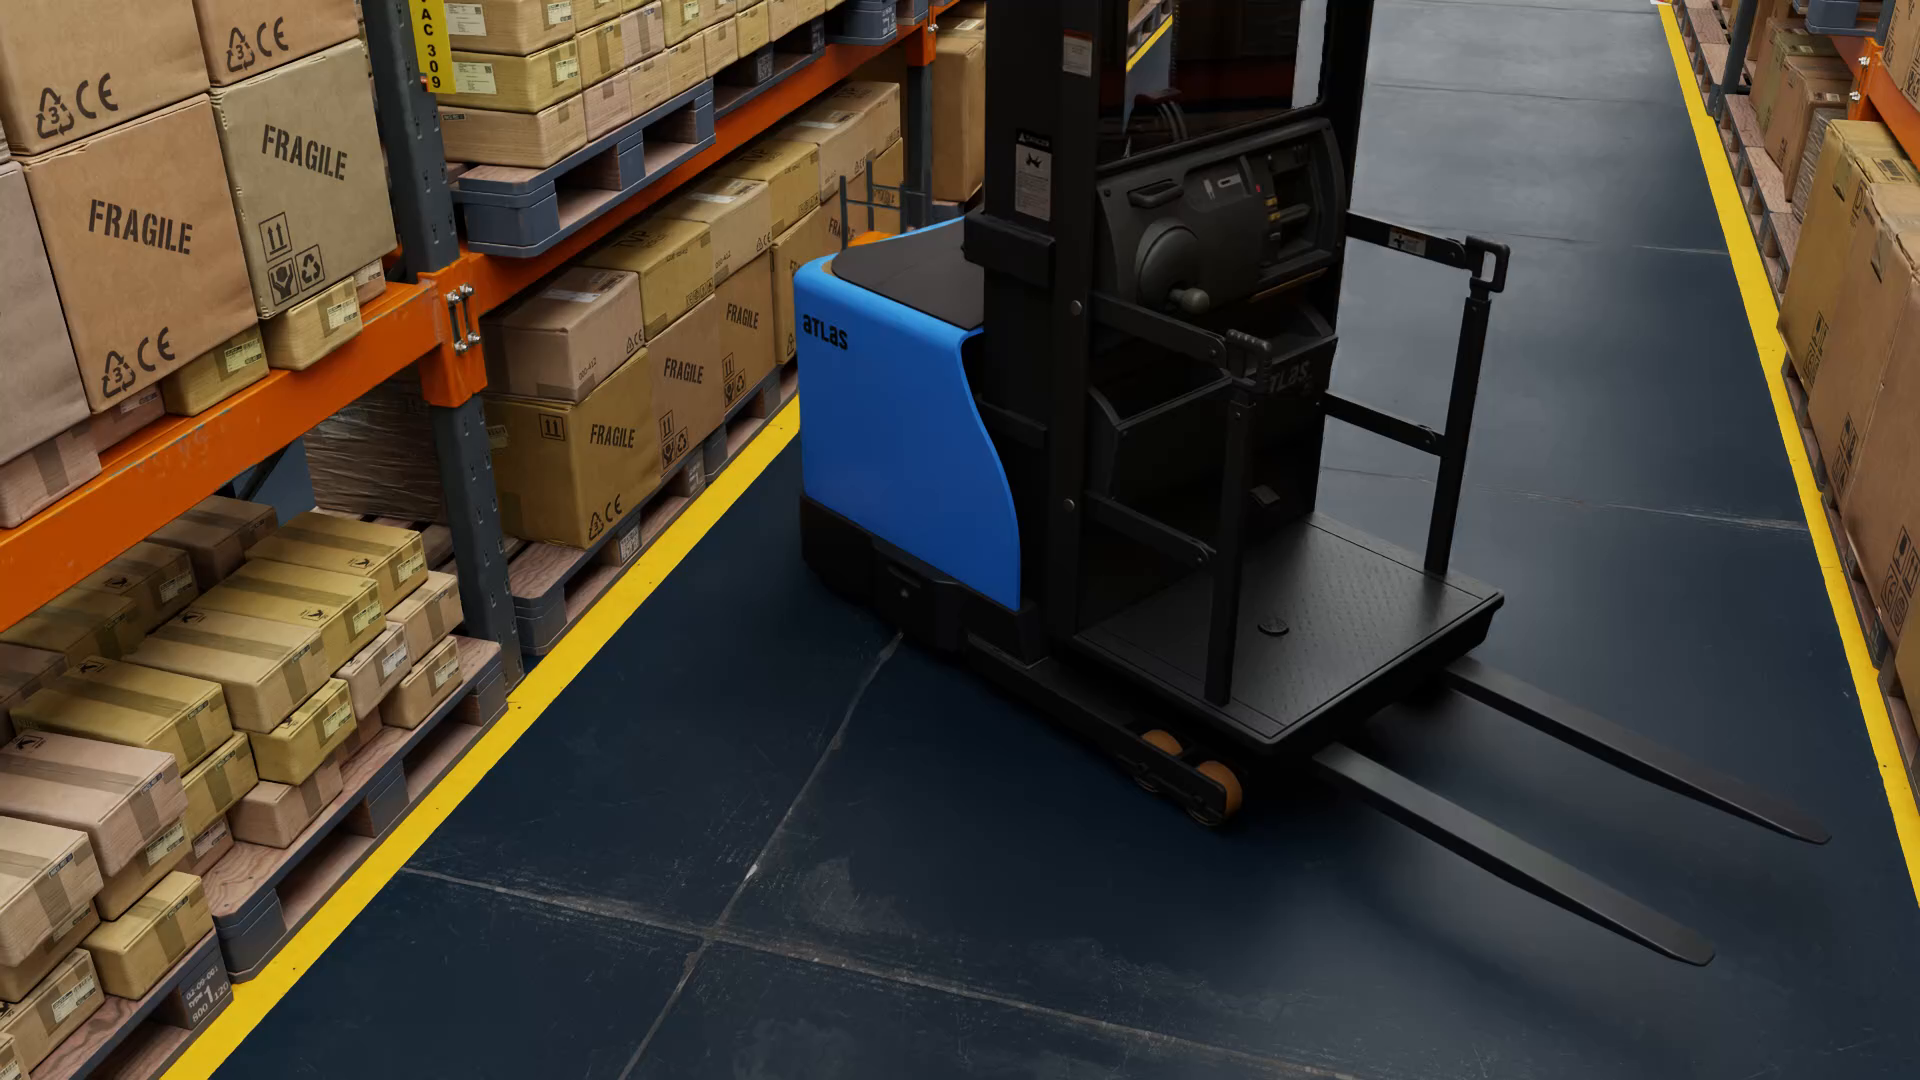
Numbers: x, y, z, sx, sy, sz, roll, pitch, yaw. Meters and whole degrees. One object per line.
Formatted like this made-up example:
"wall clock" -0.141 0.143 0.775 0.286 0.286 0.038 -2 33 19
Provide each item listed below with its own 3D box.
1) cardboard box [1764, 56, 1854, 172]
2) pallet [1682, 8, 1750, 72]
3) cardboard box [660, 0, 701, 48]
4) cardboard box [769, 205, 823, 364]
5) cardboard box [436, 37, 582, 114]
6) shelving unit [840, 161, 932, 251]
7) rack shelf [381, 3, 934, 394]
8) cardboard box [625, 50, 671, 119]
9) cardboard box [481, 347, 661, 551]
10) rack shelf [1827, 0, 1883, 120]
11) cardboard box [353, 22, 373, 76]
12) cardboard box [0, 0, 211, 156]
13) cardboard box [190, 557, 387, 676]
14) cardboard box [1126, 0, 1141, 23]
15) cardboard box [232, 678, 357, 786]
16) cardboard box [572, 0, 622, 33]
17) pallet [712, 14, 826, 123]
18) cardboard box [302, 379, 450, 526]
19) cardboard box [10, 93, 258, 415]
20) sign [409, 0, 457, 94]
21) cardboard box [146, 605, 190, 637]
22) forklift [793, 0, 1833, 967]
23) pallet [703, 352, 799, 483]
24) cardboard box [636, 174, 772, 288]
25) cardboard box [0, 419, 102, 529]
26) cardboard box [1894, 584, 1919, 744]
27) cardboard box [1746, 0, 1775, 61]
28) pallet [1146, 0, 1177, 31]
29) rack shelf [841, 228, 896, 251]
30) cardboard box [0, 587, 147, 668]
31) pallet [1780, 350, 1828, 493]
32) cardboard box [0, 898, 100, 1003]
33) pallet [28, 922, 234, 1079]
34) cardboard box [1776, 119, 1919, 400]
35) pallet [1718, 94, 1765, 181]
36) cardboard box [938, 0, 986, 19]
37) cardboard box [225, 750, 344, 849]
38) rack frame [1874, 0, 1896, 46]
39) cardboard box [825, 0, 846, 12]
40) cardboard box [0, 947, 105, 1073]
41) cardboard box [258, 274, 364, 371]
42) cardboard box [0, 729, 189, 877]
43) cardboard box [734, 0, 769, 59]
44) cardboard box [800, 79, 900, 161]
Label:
"cardboard box" 4.735 -2.239 8.808 0.700 0.500 0.500 6 30 11
"pallet" 5.777 -3.568 11.946 1.003 0.211 1.213 8 30 15
"cardboard box" -1.021 -1.620 5.097 0.380 0.149 0.250 7 30 13
"cardboard box" -0.867 -1.055 6.701 0.500 0.500 0.500 7 30 13
"cardboard box" -1.247 -1.258 4.447 0.380 0.149 0.250 9 30 16
"shelving unit" -0.243 -0.679 5.736 0.258 1.200 0.189 13 32 22
"rack shelf" -1.215 -1.552 6.195 1.077 0.370 4.000 8 30 15
"cardboard box" -1.094 -1.374 4.960 0.380 0.149 0.250 9 30 15
"cardboard box" -1.332 -0.334 5.404 0.500 0.500 0.500 10 31 17
"rack shelf" 4.671 -2.656 8.180 1.077 0.370 4.000 8 30 15
"cardboard box" -1.874 -1.354 4.619 0.380 0.149 0.250 9 30 16
"cardboard box" -1.828 -1.050 3.114 0.500 0.500 0.500 8 30 13
"cardboard box" -1.695 0.192 4.208 0.380 0.149 0.250 9 30 15
"cardboard box" 0.798 -4.192 11.954 0.875 0.875 0.875 9 30 16
"cardboard box" -1.720 0.442 4.065 0.380 0.149 0.250 7 30 13
"cardboard box" -1.171 -1.519 4.609 0.380 0.149 0.250 9 30 16
"pallet" -1.170 -1.786 6.073 1.003 0.211 1.213 8 30 15
"cardboard box" -1.826 -0.408 5.537 0.500 0.500 0.500 8 30 14
"cardboard box" -1.828 -0.605 3.342 0.500 0.500 0.500 8 30 13
"sign" -1.281 -1.242 4.006 0.100 0.325 0.005 8 30 15
"cardboard box" -2.203 0.248 4.412 0.380 0.149 0.250 9 30 15
"forklift" 0.842 -0.809 4.190 1.130 2.935 3.031 -24 37 -36
"pallet" -1.219 -0.649 6.700 1.003 0.211 1.213 8 30 15
"cardboard box" -1.025 -1.146 6.092 0.500 0.250 0.500 10 31 17
"cardboard box" -1.920 -0.163 3.217 0.380 0.149 0.250 7 30 13
"cardboard box" 3.078 0.262 3.946 1.225 0.875 0.875 9 30 15
"cardboard box" 5.574 -3.439 10.985 0.500 0.500 0.500 19 34 30
"pallet" 1.200 -4.347 13.348 1.003 0.211 1.213 8 30 15
"rack shelf" -0.243 -0.955 5.583 0.258 0.103 0.180 13 32 22
"cardboard box" -2.266 0.240 4.122 0.380 0.149 0.250 8 30 14
"pallet" 3.780 -0.467 6.372 1.003 0.211 1.213 8 30 15
"cardboard box" -2.041 0.787 3.444 0.380 0.149 0.250 7 30 12
"pallet" -2.322 1.167 3.434 1.003 0.211 1.213 8 30 15
"cardboard box" 3.861 -0.979 6.177 1.225 0.875 0.875 7 30 13
"pallet" 5.031 -2.320 9.703 1.003 0.211 1.213 8 30 15
"cardboard box" -0.110 -2.673 9.352 1.050 0.750 0.750 9 30 16
"cardboard box" -1.764 0.597 4.092 0.380 0.149 0.250 7 30 13
"rack frame" 4.084 -2.041 6.334 1.000 3.000 0.127 8 30 15
"cardboard box" -0.637 -2.100 6.265 0.380 0.149 0.250 7 30 13
"cardboard box" -2.036 0.949 3.460 0.380 0.149 0.250 9 30 16
"cardboard box" -1.634 -0.526 3.868 0.380 0.149 0.250 8 30 14
"cardboard box" -1.903 0.557 3.551 0.380 0.149 0.250 7 30 12
"cardboard box" -0.869 -1.736 5.611 0.380 0.149 0.250 8 30 14
"cardboard box" -0.578 -1.860 7.375 0.500 0.250 0.500 8 30 14
